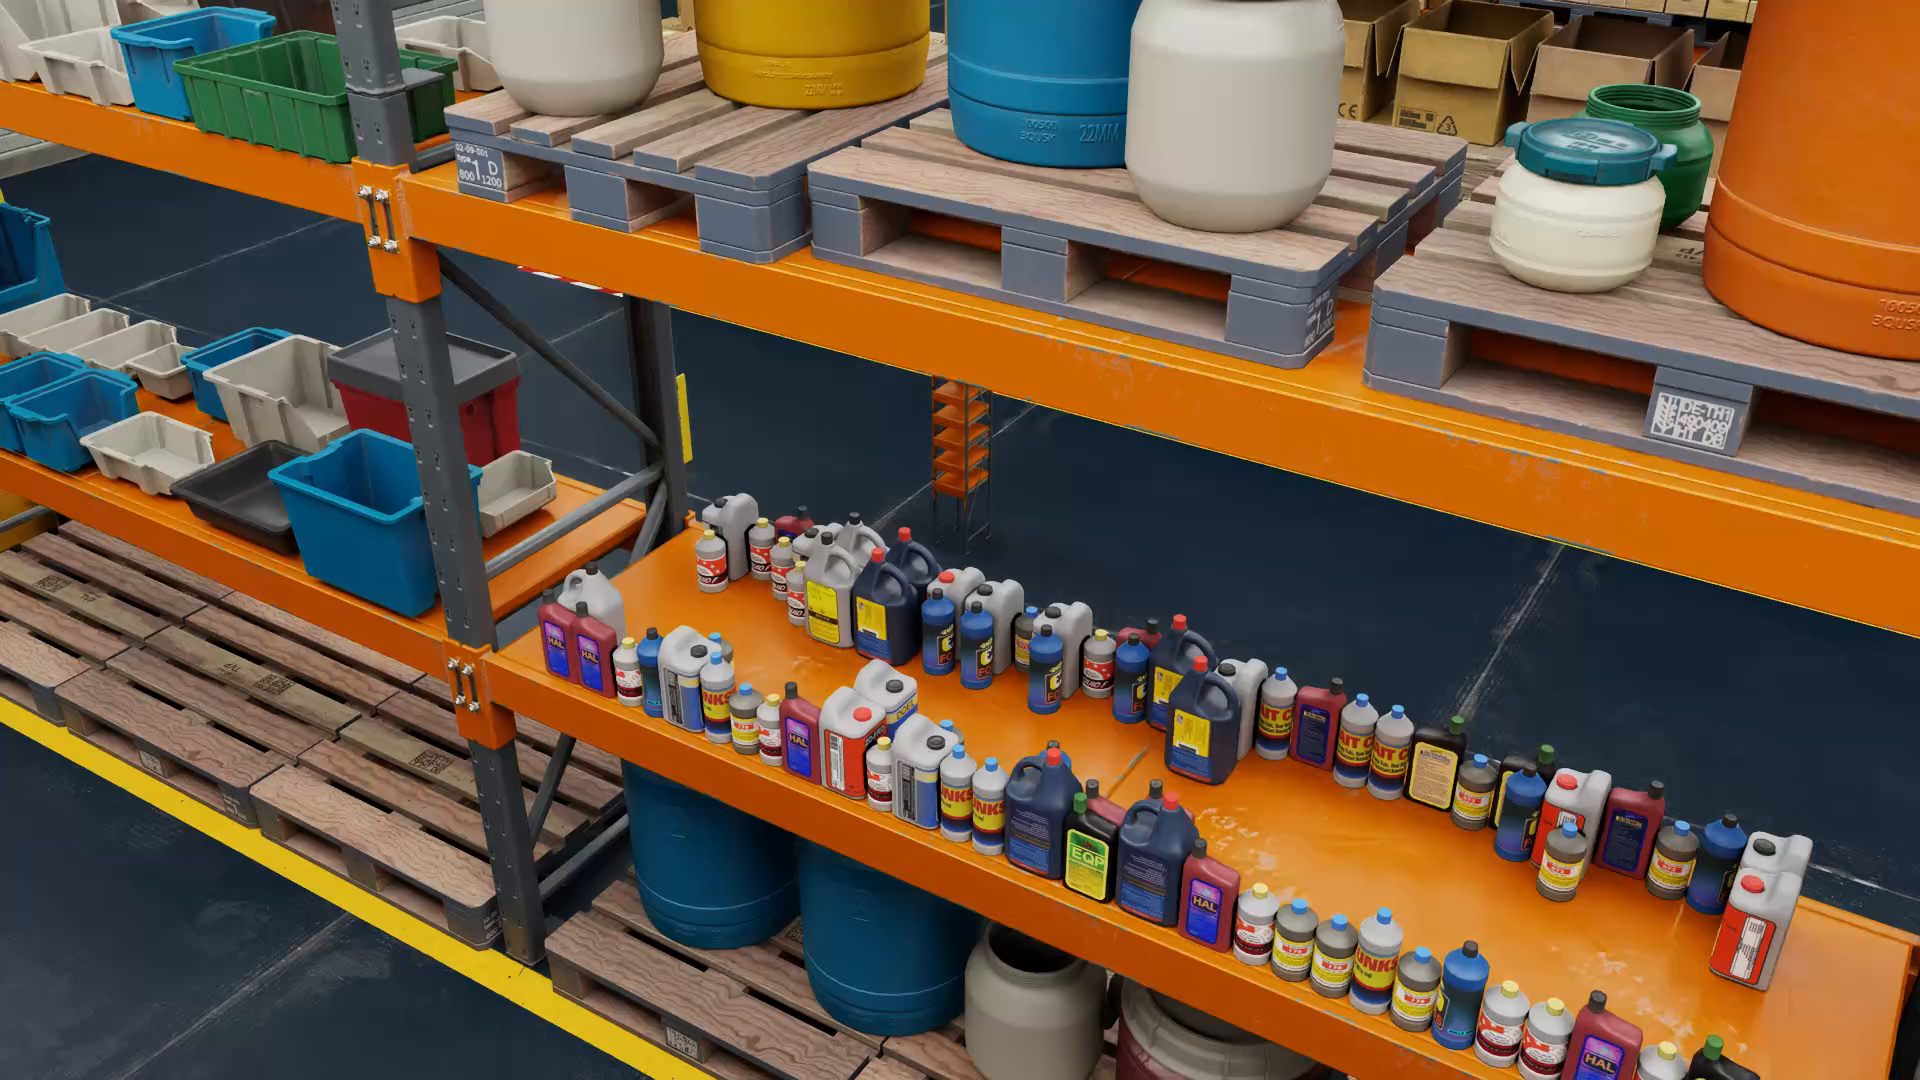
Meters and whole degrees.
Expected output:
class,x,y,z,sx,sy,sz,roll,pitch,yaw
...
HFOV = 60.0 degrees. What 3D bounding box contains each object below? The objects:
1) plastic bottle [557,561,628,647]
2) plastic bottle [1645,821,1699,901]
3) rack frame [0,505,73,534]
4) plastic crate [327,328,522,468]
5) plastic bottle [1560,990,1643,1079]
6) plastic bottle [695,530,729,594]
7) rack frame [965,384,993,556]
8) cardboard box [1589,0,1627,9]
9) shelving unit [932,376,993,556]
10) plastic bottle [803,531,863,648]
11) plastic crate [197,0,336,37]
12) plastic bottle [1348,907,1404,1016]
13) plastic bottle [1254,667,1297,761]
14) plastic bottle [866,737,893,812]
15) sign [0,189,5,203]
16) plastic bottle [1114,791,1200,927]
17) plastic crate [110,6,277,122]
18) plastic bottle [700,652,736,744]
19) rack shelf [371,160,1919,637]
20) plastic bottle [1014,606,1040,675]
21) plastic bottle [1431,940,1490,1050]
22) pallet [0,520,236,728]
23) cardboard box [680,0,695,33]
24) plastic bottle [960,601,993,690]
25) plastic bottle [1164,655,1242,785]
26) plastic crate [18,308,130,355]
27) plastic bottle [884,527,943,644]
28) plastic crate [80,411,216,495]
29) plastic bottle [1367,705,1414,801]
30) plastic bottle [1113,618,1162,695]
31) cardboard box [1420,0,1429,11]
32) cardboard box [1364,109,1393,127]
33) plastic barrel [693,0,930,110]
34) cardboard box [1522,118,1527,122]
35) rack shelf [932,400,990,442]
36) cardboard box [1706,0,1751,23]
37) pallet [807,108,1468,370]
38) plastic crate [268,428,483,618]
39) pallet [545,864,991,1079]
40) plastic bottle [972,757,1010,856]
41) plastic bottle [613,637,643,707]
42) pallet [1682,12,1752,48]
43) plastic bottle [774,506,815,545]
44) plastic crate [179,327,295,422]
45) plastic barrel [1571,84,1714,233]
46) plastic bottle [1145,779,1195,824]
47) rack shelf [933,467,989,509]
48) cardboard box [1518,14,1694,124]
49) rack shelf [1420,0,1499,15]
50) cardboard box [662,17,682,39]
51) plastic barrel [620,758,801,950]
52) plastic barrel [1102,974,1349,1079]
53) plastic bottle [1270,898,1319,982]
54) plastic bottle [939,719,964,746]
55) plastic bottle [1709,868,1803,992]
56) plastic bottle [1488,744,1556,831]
class,x,y,z,sx,sy,sz,roll,pitch,yaw
plastic bottle,-1.097,0.216,4.953,0.185,0.351,0.144,18,35,27
plastic bottle,1.770,0.786,4.124,0.097,0.201,0.097,0,30,0
rack frame,-4.645,-1.121,7.194,0.127,3.000,1.000,18,35,27
plastic crate,-1.880,-0.449,5.920,0.583,0.464,0.402,18,35,27
plastic bottle,1.366,1.085,3.530,0.133,0.283,0.061,18,35,27
plastic bottle,-0.802,0.062,5.363,0.097,0.201,0.097,0,30,0
rack frame,0.090,-0.490,7.899,0.006,1.200,0.240,18,35,27
cardboard box,4.635,-3.884,11.763,0.250,0.149,0.380,18,35,28
shelving unit,0.012,-0.514,7.941,0.189,1.200,0.258,18,35,27
plastic bottle,-0.381,0.140,5.082,0.185,0.351,0.144,18,35,27
plastic crate,-2.163,-1.738,5.406,0.590,0.269,0.497,18,35,27
plastic bottle,0.948,0.947,3.778,0.097,0.271,0.097,0,30,0
plastic bottle,0.874,0.472,4.592,0.097,0.271,0.097,0,30,0
plastic bottle,-0.200,0.614,4.418,0.097,0.201,0.097,0,30,0
sign,-4.366,-1.430,7.563,0.005,0.325,0.100,18,35,27
plastic bottle,0.481,0.751,4.035,0.185,0.351,0.144,18,35,27
plastic crate,-2.198,-1.380,4.828,0.300,0.233,0.416,18,35,27
plastic bottle,-0.674,0.434,4.657,0.097,0.271,0.097,0,30,0
rack shelf,0.437,-0.498,3.865,4.000,0.370,1.077,18,35,27
plastic bottle,0.212,0.293,4.969,0.097,0.201,0.097,0,30,0
plastic bottle,1.113,0.999,3.689,0.097,0.271,0.097,0,30,0
pallet,-3.967,0.321,7.490,1.213,0.211,1.003,18,35,27
cardboard box,-1.325,-3.244,9.944,0.500,0.500,0.500,17,34,26
plastic bottle,0.049,0.301,4.885,0.097,0.271,0.097,0,30,0
plastic bottle,0.661,0.475,4.508,0.185,0.351,0.144,18,35,27
plastic crate,-3.620,-0.808,6.860,0.243,0.136,0.396,18,35,27
plastic bottle,-0.148,0.128,5.102,0.185,0.351,0.144,18,35,27
plastic crate,-2.892,-0.299,5.989,0.466,0.136,0.293,18,35,27
plastic bottle,1.152,0.560,4.441,0.097,0.271,0.097,0,30,0
plastic bottle,0.516,0.343,4.802,0.133,0.283,0.061,18,35,27
cardboard box,3.456,-4.144,12.625,0.250,0.149,0.380,17,34,26
cardboard box,2.059,-1.842,8.332,0.500,0.500,0.500,18,35,27
plastic barrel,-0.376,-1.450,4.178,0.600,0.588,0.600,0,30,0
cardboard box,2.779,-1.925,8.474,0.500,0.500,0.500,17,34,27
rack shelf,0.012,-0.580,7.903,0.180,0.103,0.258,18,35,27
cardboard box,5.296,-3.676,11.408,0.250,0.149,0.380,17,34,26
pallet,0.421,-0.792,3.842,1.213,0.211,1.003,18,35,27
plastic crate,-1.834,-0.048,5.311,0.575,0.384,0.392,18,35,27
pallet,-0.626,1.380,5.675,1.213,0.211,1.003,18,35,27
plastic bottle,0.079,0.672,4.249,0.097,0.271,0.097,0,30,0
plastic bottle,-0.953,0.376,4.826,0.097,0.201,0.097,0,30,0
pallet,5.788,-3.611,11.654,1.213,0.211,1.003,18,35,27
plastic bottle,-0.531,0.011,5.370,0.133,0.283,0.061,18,35,27
plastic crate,-2.769,-0.634,6.466,0.300,0.233,0.416,18,35,27
plastic barrel,1.356,-0.770,3.353,0.294,0.245,0.294,0,30,0
plastic bottle,0.513,0.729,4.139,0.133,0.283,0.061,18,35,27
rack shelf,0.012,-0.269,8.084,0.180,0.103,0.258,18,35,27
cardboard box,3.031,-2.123,7.818,0.637,0.503,0.797,19,35,29
rack shelf,2.405,-4.478,13.663,4.000,0.370,1.077,18,35,27
cardboard box,-1.749,-3.055,10.363,0.500,0.250,0.500,17,34,26
plastic barrel,-0.805,0.829,5.518,0.708,0.901,0.600,18,35,27
plastic barrel,0.751,1.456,4.753,0.708,0.588,0.600,18,35,27
plastic bottle,0.783,0.925,3.885,0.097,0.201,0.097,0,30,0
plastic bottle,-0.036,0.575,4.484,0.097,0.201,0.097,0,30,0
plastic bottle,1.855,0.887,3.876,0.135,0.276,0.152,18,35,27
plastic bottle,1.455,0.640,4.293,0.133,0.283,0.061,18,35,27
